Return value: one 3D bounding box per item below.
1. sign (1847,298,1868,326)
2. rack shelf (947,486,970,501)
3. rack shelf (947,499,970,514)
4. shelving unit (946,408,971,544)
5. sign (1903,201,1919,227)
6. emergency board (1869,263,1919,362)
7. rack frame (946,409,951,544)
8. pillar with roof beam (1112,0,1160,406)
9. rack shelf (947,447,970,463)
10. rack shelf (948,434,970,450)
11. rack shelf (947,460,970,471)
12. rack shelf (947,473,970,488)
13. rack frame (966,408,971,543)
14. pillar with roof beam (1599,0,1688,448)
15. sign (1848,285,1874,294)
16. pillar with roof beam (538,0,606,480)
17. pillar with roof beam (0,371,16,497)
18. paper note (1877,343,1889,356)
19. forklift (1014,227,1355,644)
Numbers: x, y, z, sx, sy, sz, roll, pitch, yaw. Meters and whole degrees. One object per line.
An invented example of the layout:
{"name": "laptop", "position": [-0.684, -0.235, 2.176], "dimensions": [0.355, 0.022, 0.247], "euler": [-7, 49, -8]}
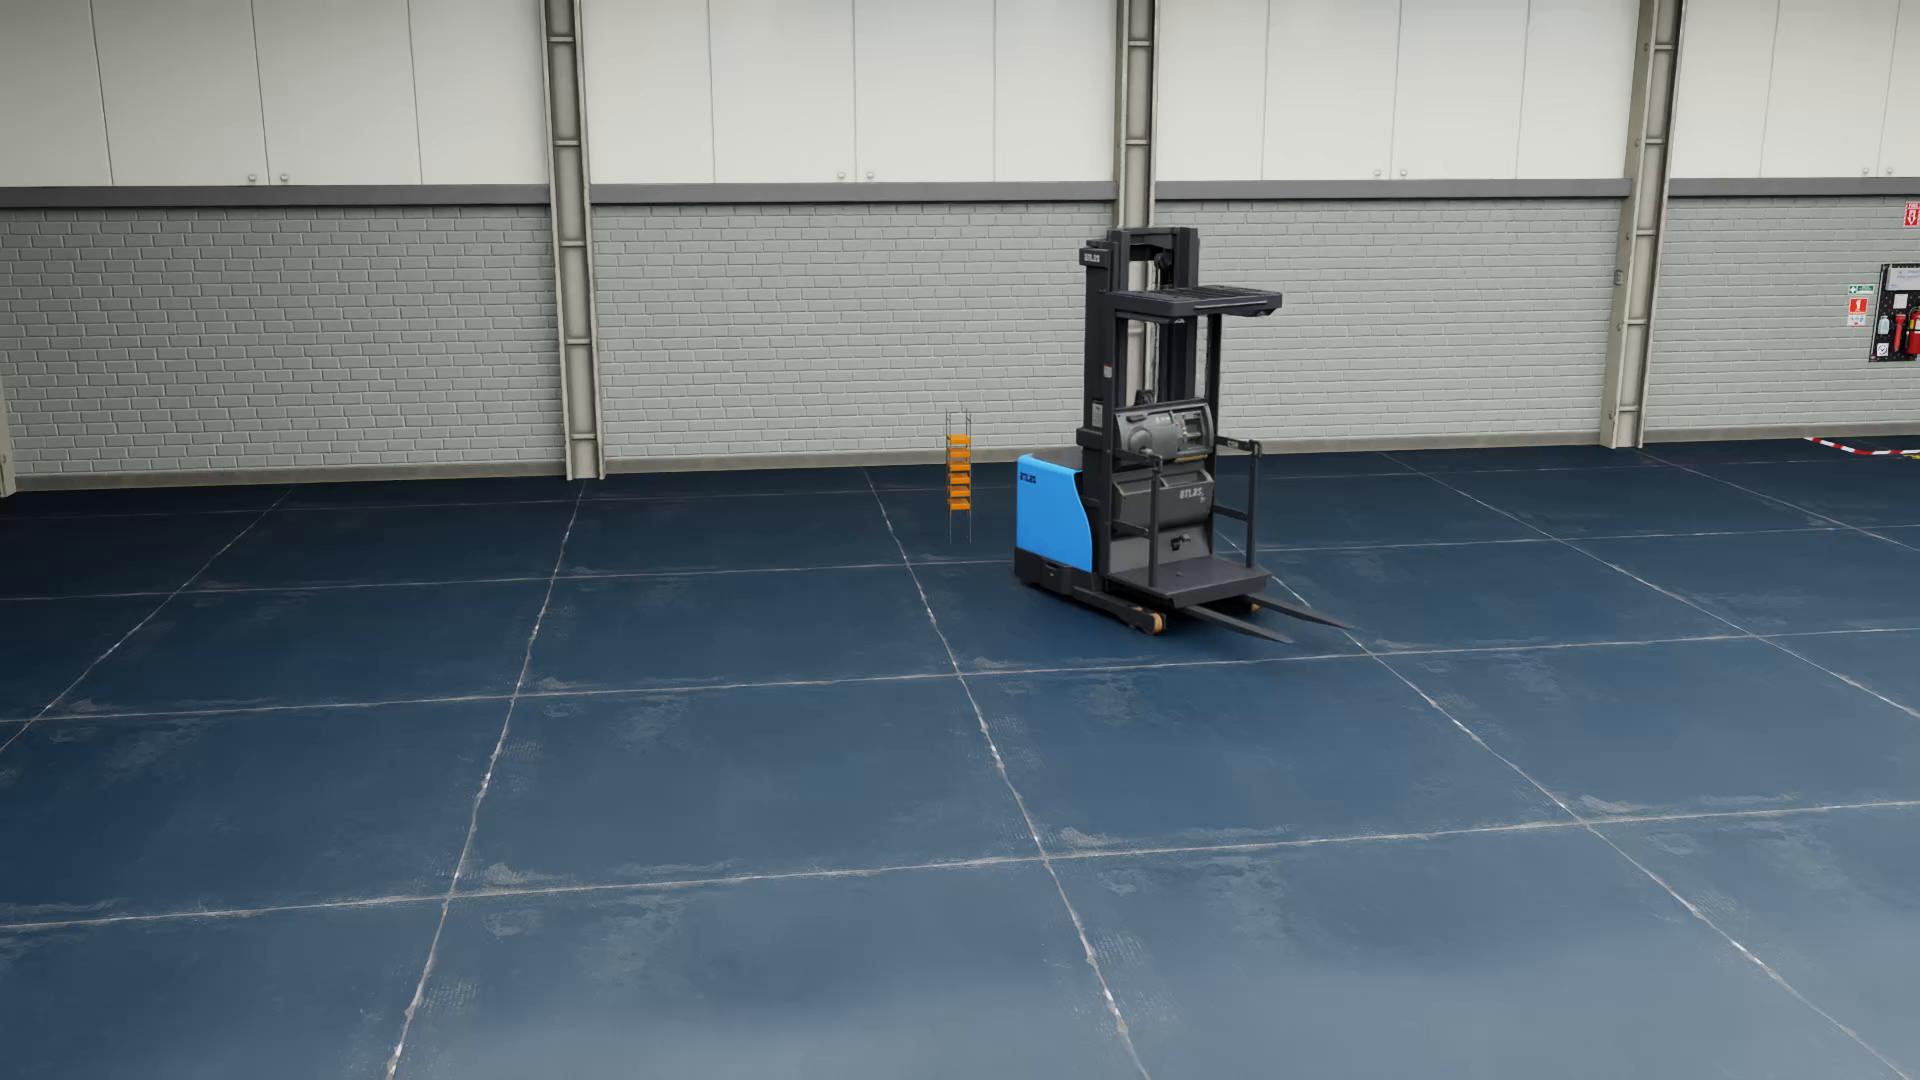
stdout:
{"name": "sign", "position": [10.749, -2.734, 19.911], "dimensions": [0.234, 0.329, 0.001], "euler": [-2, 14, -8]}
{"name": "rack shelf", "position": [-0.014, -0.422, 15.142], "dimensions": [0.180, 0.103, 0.258], "euler": [-2, 14, -8]}
{"name": "rack shelf", "position": [-0.014, -0.306, 15.171], "dimensions": [0.180, 0.103, 0.258], "euler": [-2, 14, -8]}
{"name": "shelving unit", "position": [-0.014, -0.581, 15.102], "dimensions": [0.189, 1.200, 0.258], "euler": [-2, 14, -8]}
{"name": "sign", "position": [11.288, -3.860, 19.709], "dimensions": [0.199, 0.298, 0.001], "euler": [-2, 14, -8]}
{"name": "emergency board", "position": [11.311, -2.712, 19.897], "dimensions": [0.643, 1.169, 0.194], "euler": [-2, 14, -8]}
{"name": "rack frame", "position": [-0.105, -0.578, 15.089], "dimensions": [0.006, 1.200, 0.240], "euler": [-2, 14, -8]}
{"name": "pillar with roof beam", "position": [2.535, -4.232, 13.624], "dimensions": [0.400, 9.000, 9.100], "euler": [-2, 14, -8]}
{"name": "rack shelf", "position": [-0.014, -0.771, 15.054], "dimensions": [0.180, 0.103, 0.258], "euler": [-2, 14, -8]}
{"name": "rack shelf", "position": [-0.014, -0.888, 15.025], "dimensions": [0.180, 0.103, 0.258], "euler": [-2, 14, -8]}
{"name": "rack shelf", "position": [-0.014, -0.655, 15.084], "dimensions": [0.180, 0.103, 0.258], "euler": [-2, 14, -8]}
{"name": "rack shelf", "position": [-0.014, -0.538, 15.113], "dimensions": [0.180, 0.103, 0.258], "euler": [-2, 14, -8]}
{"name": "rack frame", "position": [0.076, -0.585, 15.115], "dimensions": [0.006, 1.200, 0.240], "euler": [-2, 14, -8]}
{"name": "pillar with roof beam", "position": [8.468, -4.449, 14.491], "dimensions": [0.400, 9.000, 9.100], "euler": [-2, 14, -8]}
{"name": "sign", "position": [10.754, -2.989, 19.839], "dimensions": [0.331, 0.109, 0.001], "euler": [-2, 14, -8]}
{"name": "pillar with roof beam", "position": [-3.398, -4.014, 12.757], "dimensions": [0.400, 9.000, 9.100], "euler": [-2, 14, -8]}
{"name": "pillar with roof beam", "position": [-9.331, -3.797, 11.890], "dimensions": [0.400, 9.000, 9.100], "euler": [-2, 14, -8]}
{"name": "paper note", "position": [11.125, -2.295, 20.044], "dimensions": [0.142, 0.148, 0.016], "euler": [-2, 14, -8]}
{"name": "forklift", "position": [1.694, -0.845, 12.594], "dimensions": [1.130, 2.935, 3.031], "euler": [-9, 17, -33]}
